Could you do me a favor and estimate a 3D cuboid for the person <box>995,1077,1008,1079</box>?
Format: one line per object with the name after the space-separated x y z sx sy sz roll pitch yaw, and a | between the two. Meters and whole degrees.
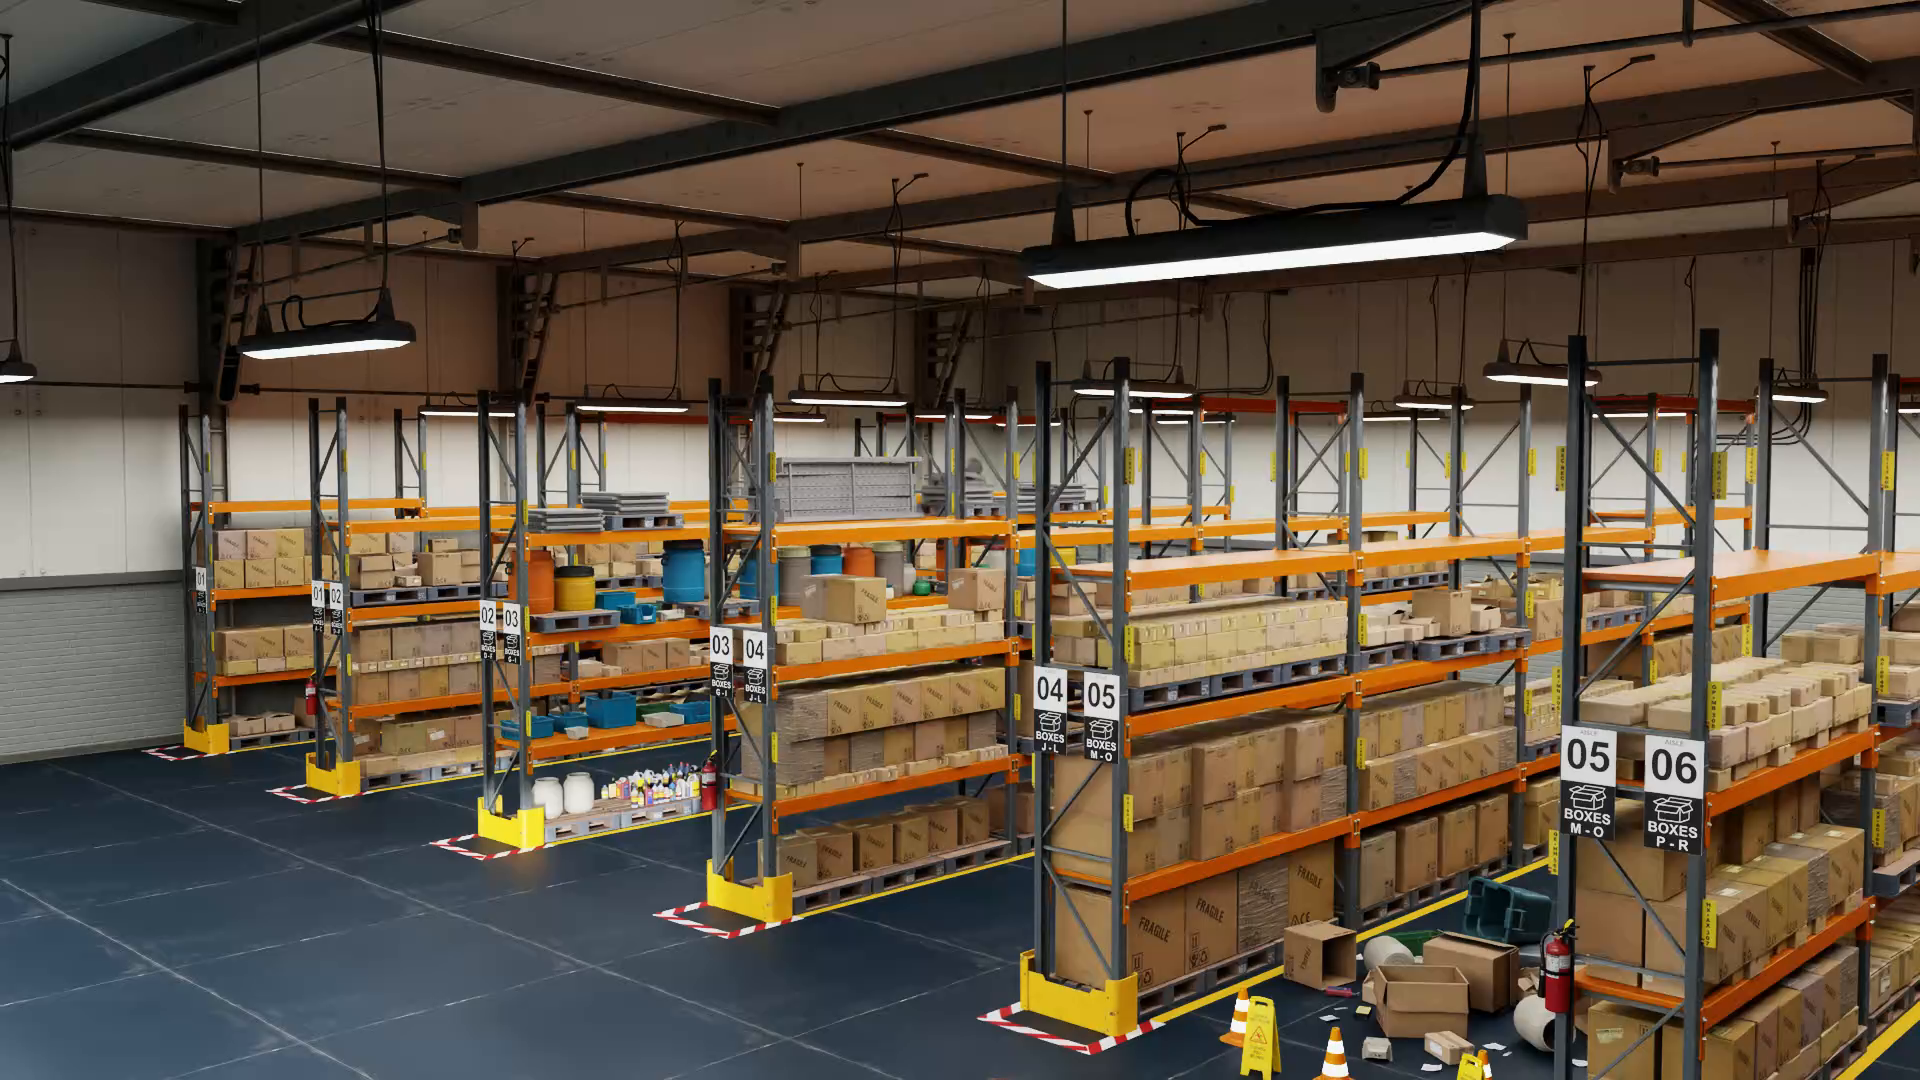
0.235 3.837 9.424 0.599 1.701 0.821 0 3 -3 | person

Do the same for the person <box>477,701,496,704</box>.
-8.442 2.770 29.823 0.587 1.628 0.878 2 4 34 | person
